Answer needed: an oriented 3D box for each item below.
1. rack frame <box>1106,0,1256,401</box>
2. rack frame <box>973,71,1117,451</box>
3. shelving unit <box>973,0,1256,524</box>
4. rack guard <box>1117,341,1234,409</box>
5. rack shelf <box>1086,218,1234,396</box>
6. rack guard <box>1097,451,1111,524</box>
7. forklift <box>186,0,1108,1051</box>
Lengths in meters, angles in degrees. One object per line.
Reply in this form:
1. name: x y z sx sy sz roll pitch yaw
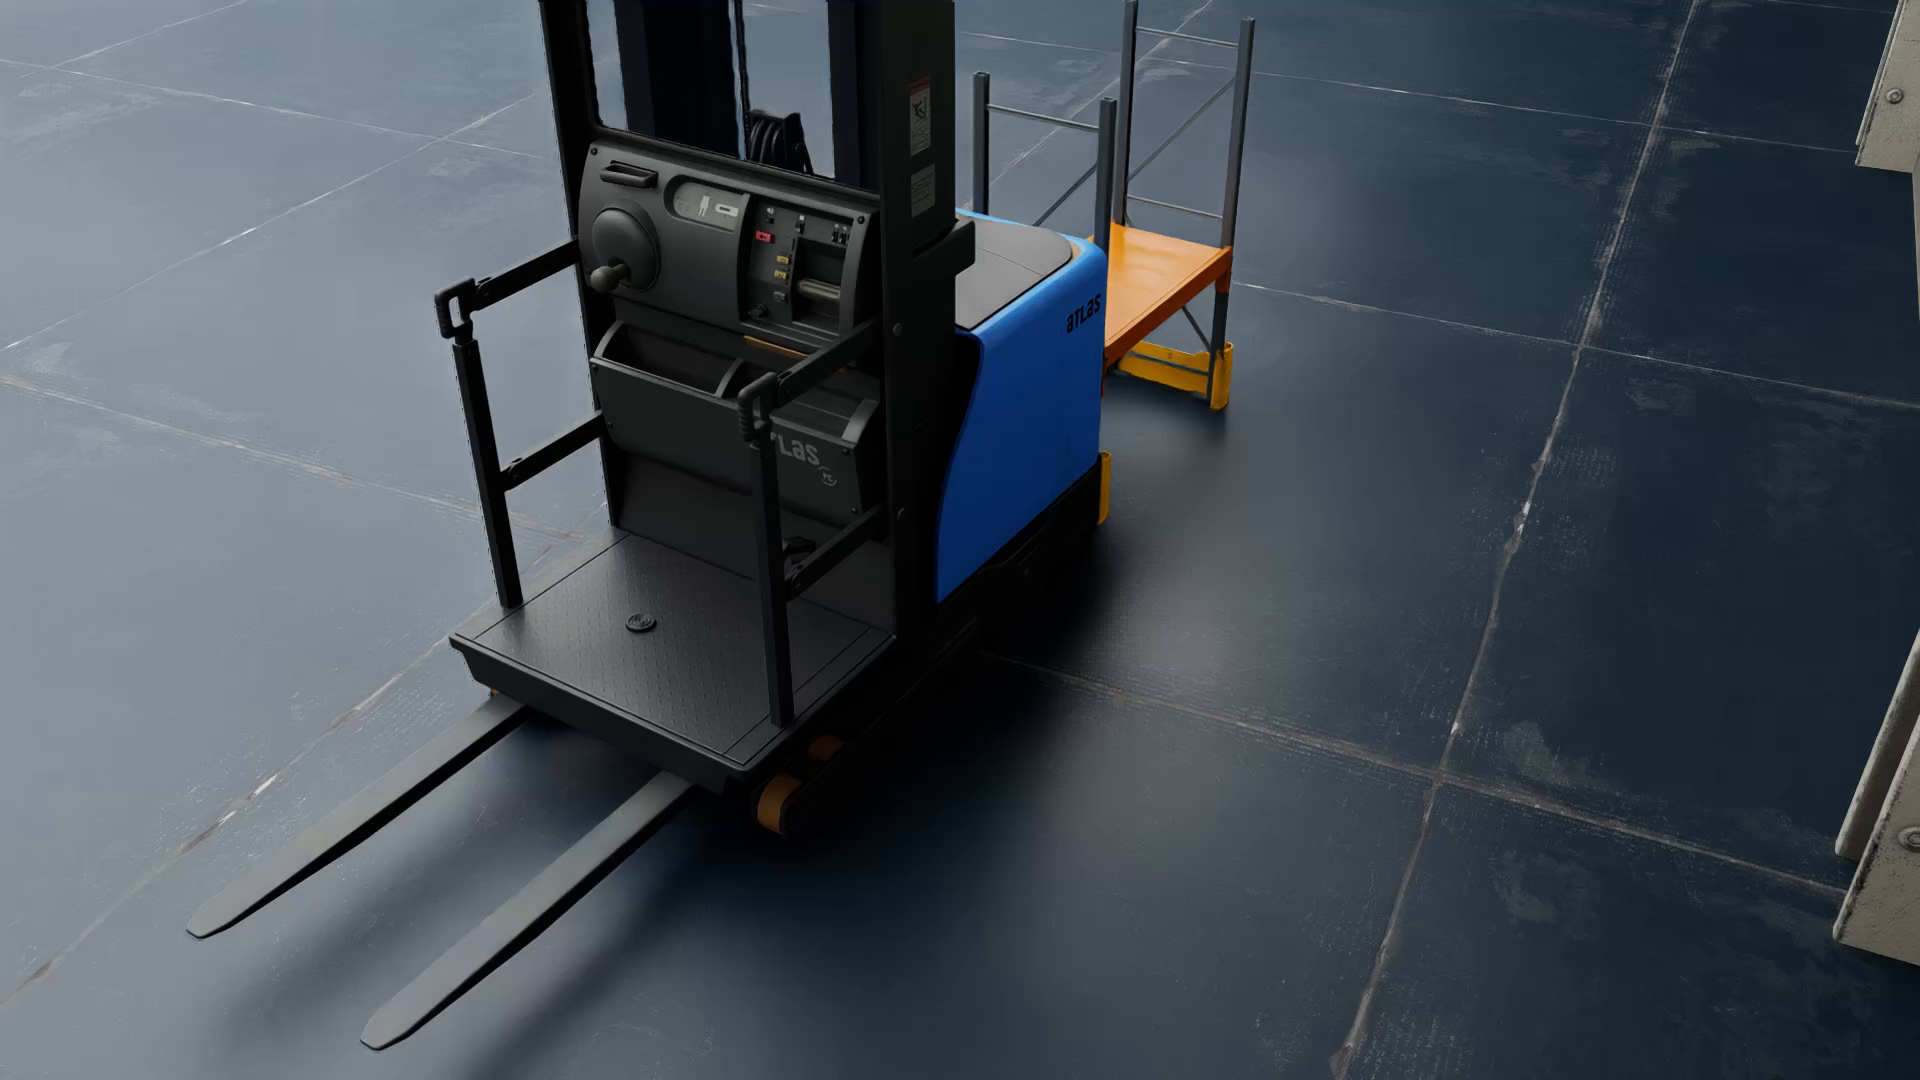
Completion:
1. rack frame: 0.809 -1.252 6.292 0.500 1.500 0.032 19 38 27
2. rack frame: 0.260 -0.783 5.576 0.500 1.500 0.032 19 38 27
3. shelving unit: 0.530 -1.014 5.928 0.587 1.500 1.083 19 38 27
4. rack guard: 0.799 -0.721 6.621 0.587 0.250 0.087 19 38 27
5. rack shelf: 0.535 -0.867 6.033 0.538 0.185 1.000 19 38 27
6. rack guard: 0.261 -0.261 5.920 0.587 0.250 0.087 19 38 27
7. forklift: -0.740 -0.718 4.173 1.130 2.935 3.031 19 38 27
